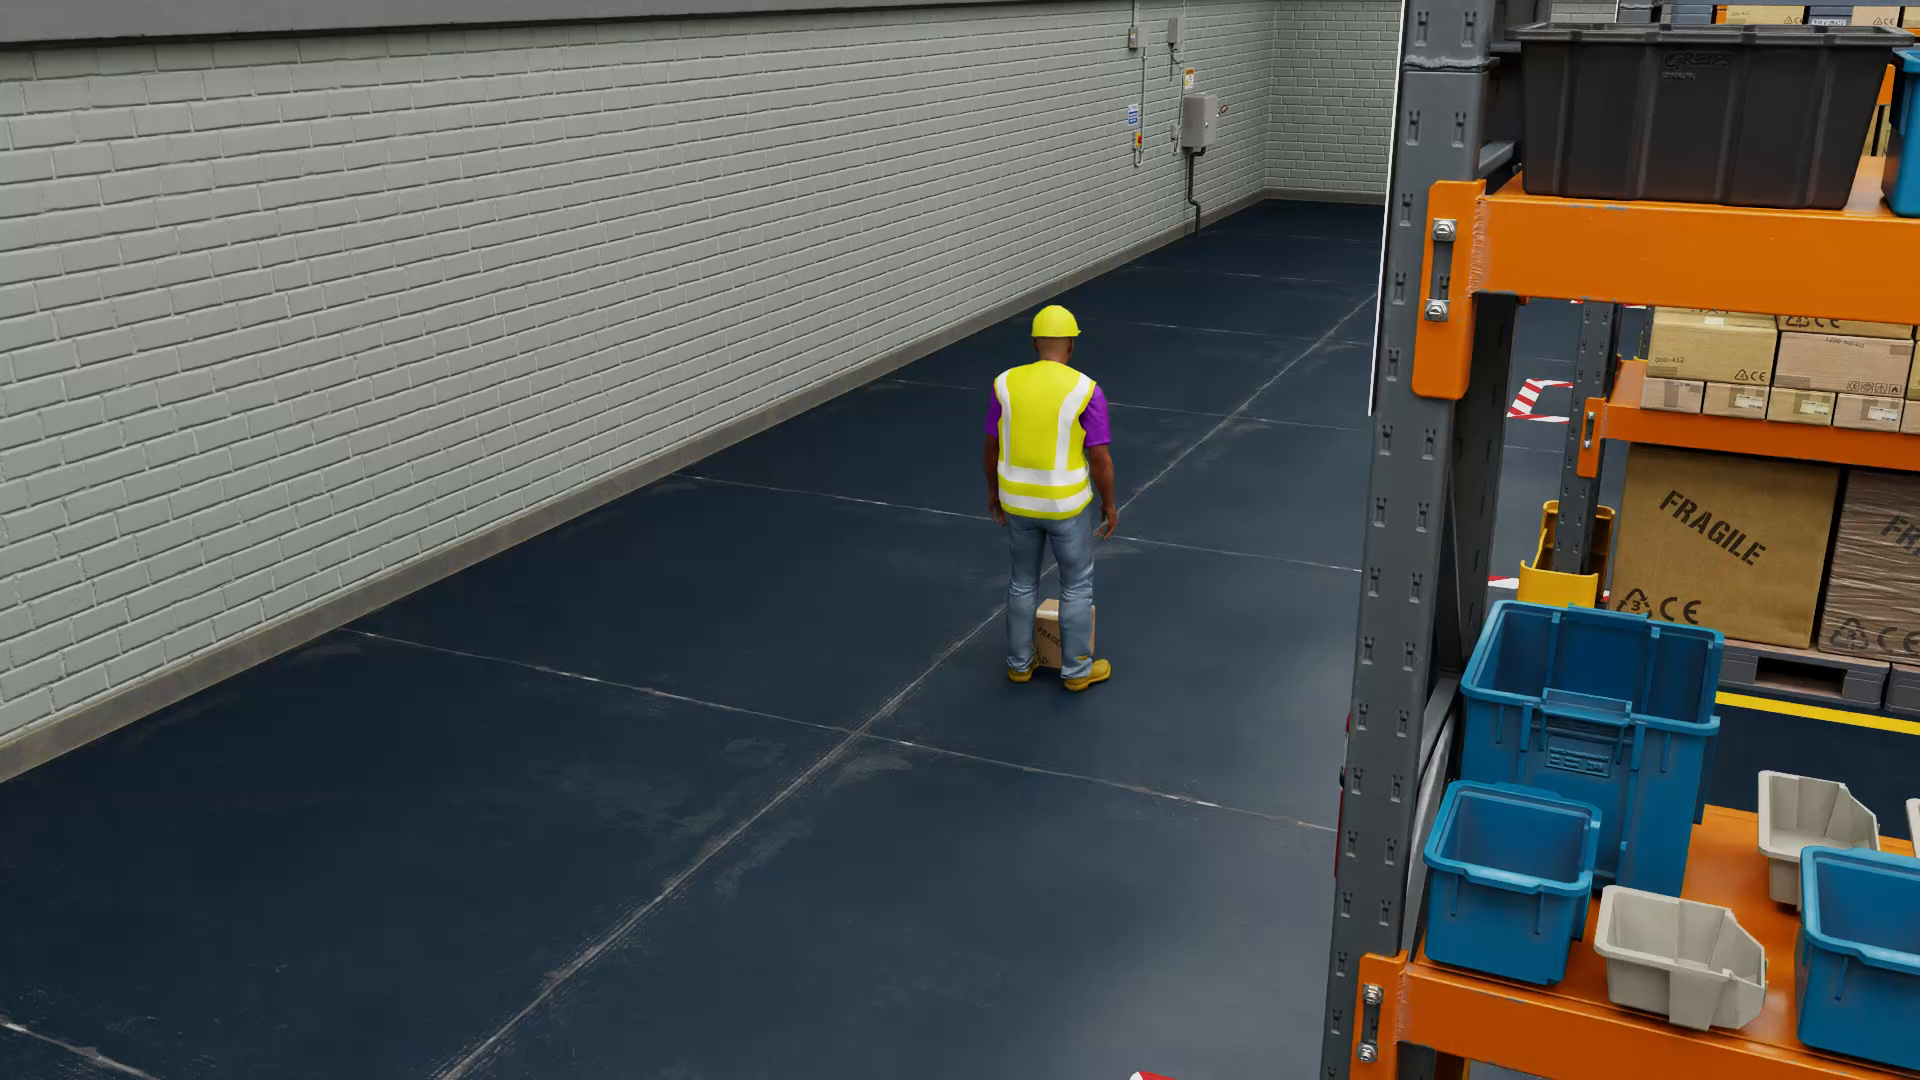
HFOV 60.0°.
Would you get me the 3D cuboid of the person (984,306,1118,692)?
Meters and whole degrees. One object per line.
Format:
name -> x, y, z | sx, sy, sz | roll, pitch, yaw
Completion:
person -> 0.413, -0.186, 7.578 | 0.628, 1.761, 0.457 | 8, 21, 23
